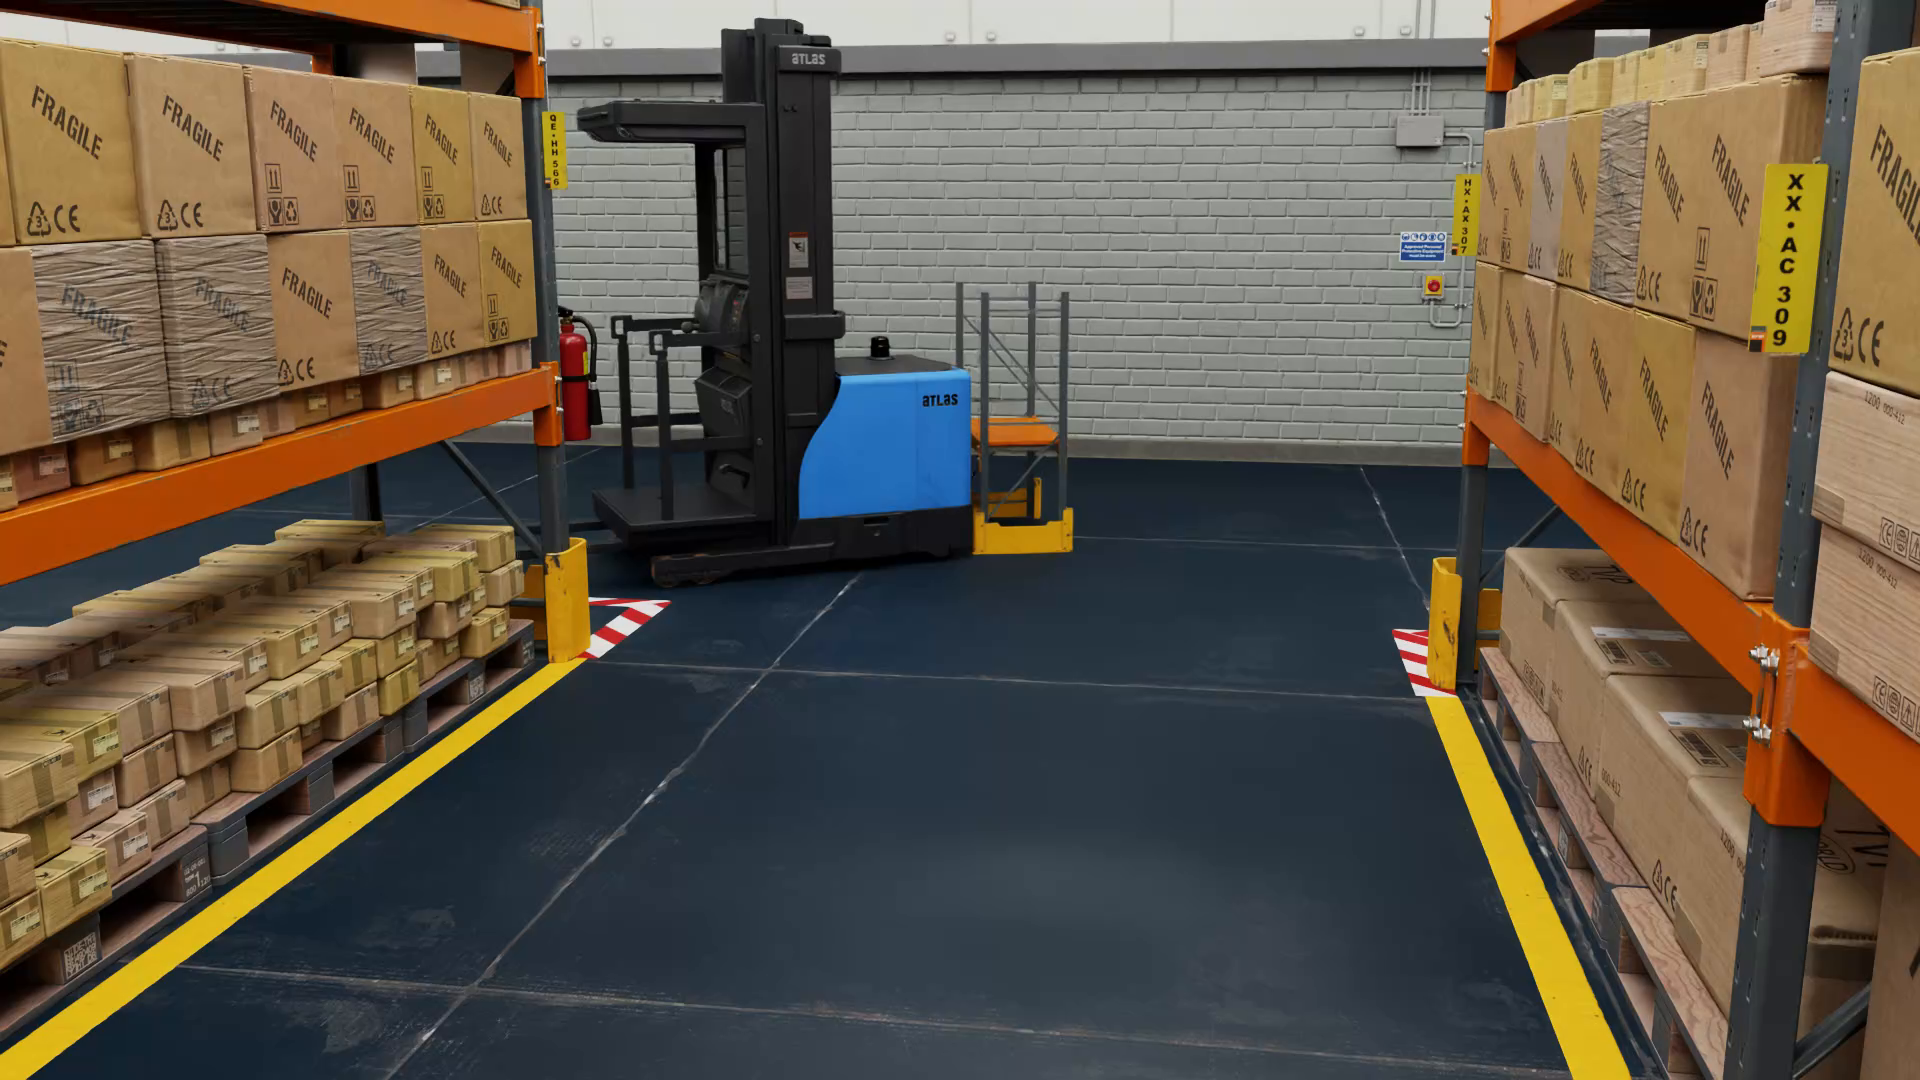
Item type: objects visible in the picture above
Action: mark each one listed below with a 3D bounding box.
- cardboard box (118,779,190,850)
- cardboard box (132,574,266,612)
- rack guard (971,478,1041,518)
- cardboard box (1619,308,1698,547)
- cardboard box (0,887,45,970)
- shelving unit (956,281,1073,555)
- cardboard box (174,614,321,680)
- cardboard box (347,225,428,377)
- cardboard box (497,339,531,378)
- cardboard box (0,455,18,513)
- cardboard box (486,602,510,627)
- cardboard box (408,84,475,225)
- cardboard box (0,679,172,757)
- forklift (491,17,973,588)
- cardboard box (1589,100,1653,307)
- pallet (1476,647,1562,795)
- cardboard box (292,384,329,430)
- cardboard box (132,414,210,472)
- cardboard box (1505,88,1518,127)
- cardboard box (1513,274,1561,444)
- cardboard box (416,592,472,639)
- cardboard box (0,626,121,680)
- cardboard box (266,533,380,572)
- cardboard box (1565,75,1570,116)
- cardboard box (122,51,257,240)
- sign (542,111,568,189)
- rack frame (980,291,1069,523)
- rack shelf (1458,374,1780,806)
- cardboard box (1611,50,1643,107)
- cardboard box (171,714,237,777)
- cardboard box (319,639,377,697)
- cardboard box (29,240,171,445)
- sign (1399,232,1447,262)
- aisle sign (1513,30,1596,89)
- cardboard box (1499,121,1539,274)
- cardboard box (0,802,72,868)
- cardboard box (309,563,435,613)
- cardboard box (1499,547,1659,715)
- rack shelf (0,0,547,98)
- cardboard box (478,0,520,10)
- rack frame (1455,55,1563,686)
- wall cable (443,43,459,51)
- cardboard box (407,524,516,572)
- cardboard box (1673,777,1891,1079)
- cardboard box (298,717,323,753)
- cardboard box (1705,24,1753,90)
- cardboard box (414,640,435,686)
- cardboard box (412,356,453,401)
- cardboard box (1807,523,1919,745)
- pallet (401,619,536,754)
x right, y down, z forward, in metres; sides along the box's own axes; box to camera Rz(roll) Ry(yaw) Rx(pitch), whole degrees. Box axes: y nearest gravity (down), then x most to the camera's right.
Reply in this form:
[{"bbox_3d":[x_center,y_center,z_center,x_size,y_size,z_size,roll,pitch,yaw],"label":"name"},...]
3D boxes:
[{"bbox_3d":[-2.518,0.808,4.892,0.380,0.149,0.250,2,12,7],"label":"cardboard box"},{"bbox_3d":[-2.808,0.233,6.150,0.380,0.149,0.250,2,12,11],"label":"cardboard box"},{"bbox_3d":[0.224,-0.262,10.615,0.587,0.250,0.087,-2,12,-8],"label":"rack guard"},{"bbox_3d":[1.890,-0.273,3.902,0.500,0.500,0.500,2,12,7],"label":"cardboard box"},{"bbox_3d":[-2.536,0.972,4.135,0.380,0.149,0.250,1,12,6],"label":"cardboard box"},{"bbox_3d":[0.293,-0.769,10.001,0.587,1.500,1.083,-2,12,-8],"label":"shelving unit"},{"bbox_3d":[-2.386,0.357,5.576,0.380,0.149,0.250,2,12,9],"label":"cardboard box"},{"bbox_3d":[-2.262,-0.863,5.936,0.500,0.500,0.500,2,12,9],"label":"cardboard box"},{"bbox_3d":[-2.065,-0.784,7.108,0.380,0.149,0.250,2,12,9],"label":"cardboard box"},{"bbox_3d":[-2.576,-0.133,4.087,0.380,0.149,0.250,2,12,10],"label":"cardboard box"},{"bbox_3d":[-2.169,0.321,7.155,0.380,0.149,0.250,2,12,10],"label":"cardboard box"},{"bbox_3d":[-2.197,-1.458,6.323,0.500,0.500,0.500,1,12,7],"label":"cardboard box"},{"bbox_3d":[-2.543,0.517,4.834,0.380,0.149,0.250,2,12,7],"label":"cardboard box"},{"bbox_3d":[-1.490,-1.305,9.091,3.031,2.935,1.130,-5,13,-22],"label":"forklift"},{"bbox_3d":[1.952,-0.868,4.292,0.500,0.500,0.500,2,12,9],"label":"cardboard box"},{"bbox_3d":[2.567,0.688,6.302,1.003,0.211,1.213,2,12,9],"label":"pallet"},{"bbox_3d":[-2.375,-0.463,5.618,0.380,0.149,0.250,2,12,10],"label":"cardboard box"},{"bbox_3d":[-2.436,-0.297,4.848,0.380,0.149,0.250,2,12,10],"label":"cardboard box"},{"bbox_3d":[2.284,-1.634,6.307,0.380,0.149,0.250,2,12,10],"label":"cardboard box"},{"bbox_3d":[2.109,-0.591,5.380,0.500,0.500,0.500,2,12,8],"label":"cardboard box"},{"bbox_3d":[-2.172,0.286,6.609,0.380,0.149,0.250,1,12,6],"label":"cardboard box"},{"bbox_3d":[-2.984,0.390,5.422,0.380,0.149,0.250,1,12,7],"label":"cardboard box"},{"bbox_3d":[-2.634,0.073,6.893,0.380,0.149,0.250,2,12,10],"label":"cardboard box"},{"bbox_3d":[2.150,-1.415,5.291,0.380,0.149,0.250,2,12,9],"label":"cardboard box"},{"bbox_3d":[-2.426,-1.133,4.812,0.500,0.500,0.500,2,12,10],"label":"cardboard box"},{"bbox_3d":[-1.749,-1.682,7.181,0.100,0.325,0.005,2,12,9],"label":"sign"},{"bbox_3d":[0.365,-0.661,9.500,0.500,1.500,0.032,-2,12,-8],"label":"rack frame"},{"bbox_3d":[2.305,-0.077,4.936,1.077,0.370,4.000,2,12,9],"label":"rack shelf"},{"bbox_3d":[2.012,-1.257,4.555,0.380,0.149,0.250,2,12,9],"label":"cardboard box"},{"bbox_3d":[-2.475,0.607,5.123,0.380,0.149,0.250,2,12,11],"label":"cardboard box"},{"bbox_3d":[-2.296,0.447,5.862,0.380,0.149,0.250,3,12,11],"label":"cardboard box"},{"bbox_3d":[-2.515,-0.544,4.453,0.500,0.500,0.500,2,12,9],"label":"cardboard box"},{"bbox_3d":[3.418,-2.166,12.280,0.327,0.218,0.001,2,12,9],"label":"sign"},{"bbox_3d":[2.337,-2.140,6.632,0.394,0.787,0.004,2,12,9],"label":"aisle sign"},{"bbox_3d":[2.185,-1.184,5.756,0.500,0.500,0.500,2,12,7],"label":"cardboard box"},{"bbox_3d":[-2.587,0.771,4.360,0.380,0.149,0.250,2,12,9],"label":"cardboard box"},{"bbox_3d":[-2.237,0.192,6.339,0.380,0.149,0.250,1,12,6],"label":"cardboard box"},{"bbox_3d":[2.610,0.343,6.366,0.875,0.438,0.875,1,12,7],"label":"cardboard box"},{"bbox_3d":[-2.602,-1.682,5.267,1.077,0.370,4.000,2,12,9],"label":"rack shelf"},{"bbox_3d":[-2.103,-2.274,6.660,0.500,0.250,0.500,2,12,7],"label":"cardboard box"},{"bbox_3d":[2.613,-0.845,6.792,1.000,3.000,0.127,2,12,9],"label":"rack frame"},{"bbox_3d":[-2.904,-6.736,12.255,2.277,5.999,0.120,2,12,9],"label":"wall cable"},{"bbox_3d":[-2.125,0.032,7.083,0.380,0.149,0.250,2,12,9],"label":"cardboard box"},{"bbox_3d":[2.200,0.908,3.745,0.875,0.438,0.875,2,12,8],"label":"cardboard box"},{"bbox_3d":[-2.412,0.643,5.659,0.380,0.149,0.250,2,12,10],"label":"cardboard box"},{"bbox_3d":[1.947,-1.097,3.815,0.380,0.149,0.250,2,12,8],"label":"cardboard box"},{"bbox_3d":[-2.259,0.482,6.409,0.380,0.149,0.250,2,12,9],"label":"cardboard box"},{"bbox_3d":[-2.180,-0.627,6.379,0.380,0.149,0.250,2,12,10],"label":"cardboard box"},{"bbox_3d":[1.669,0.144,2.559,0.500,0.250,0.500,2,12,7],"label":"cardboard box"},{"bbox_3d":[-2.466,0.563,6.880,1.003,0.211,1.213,2,12,9],"label":"pallet"}]
